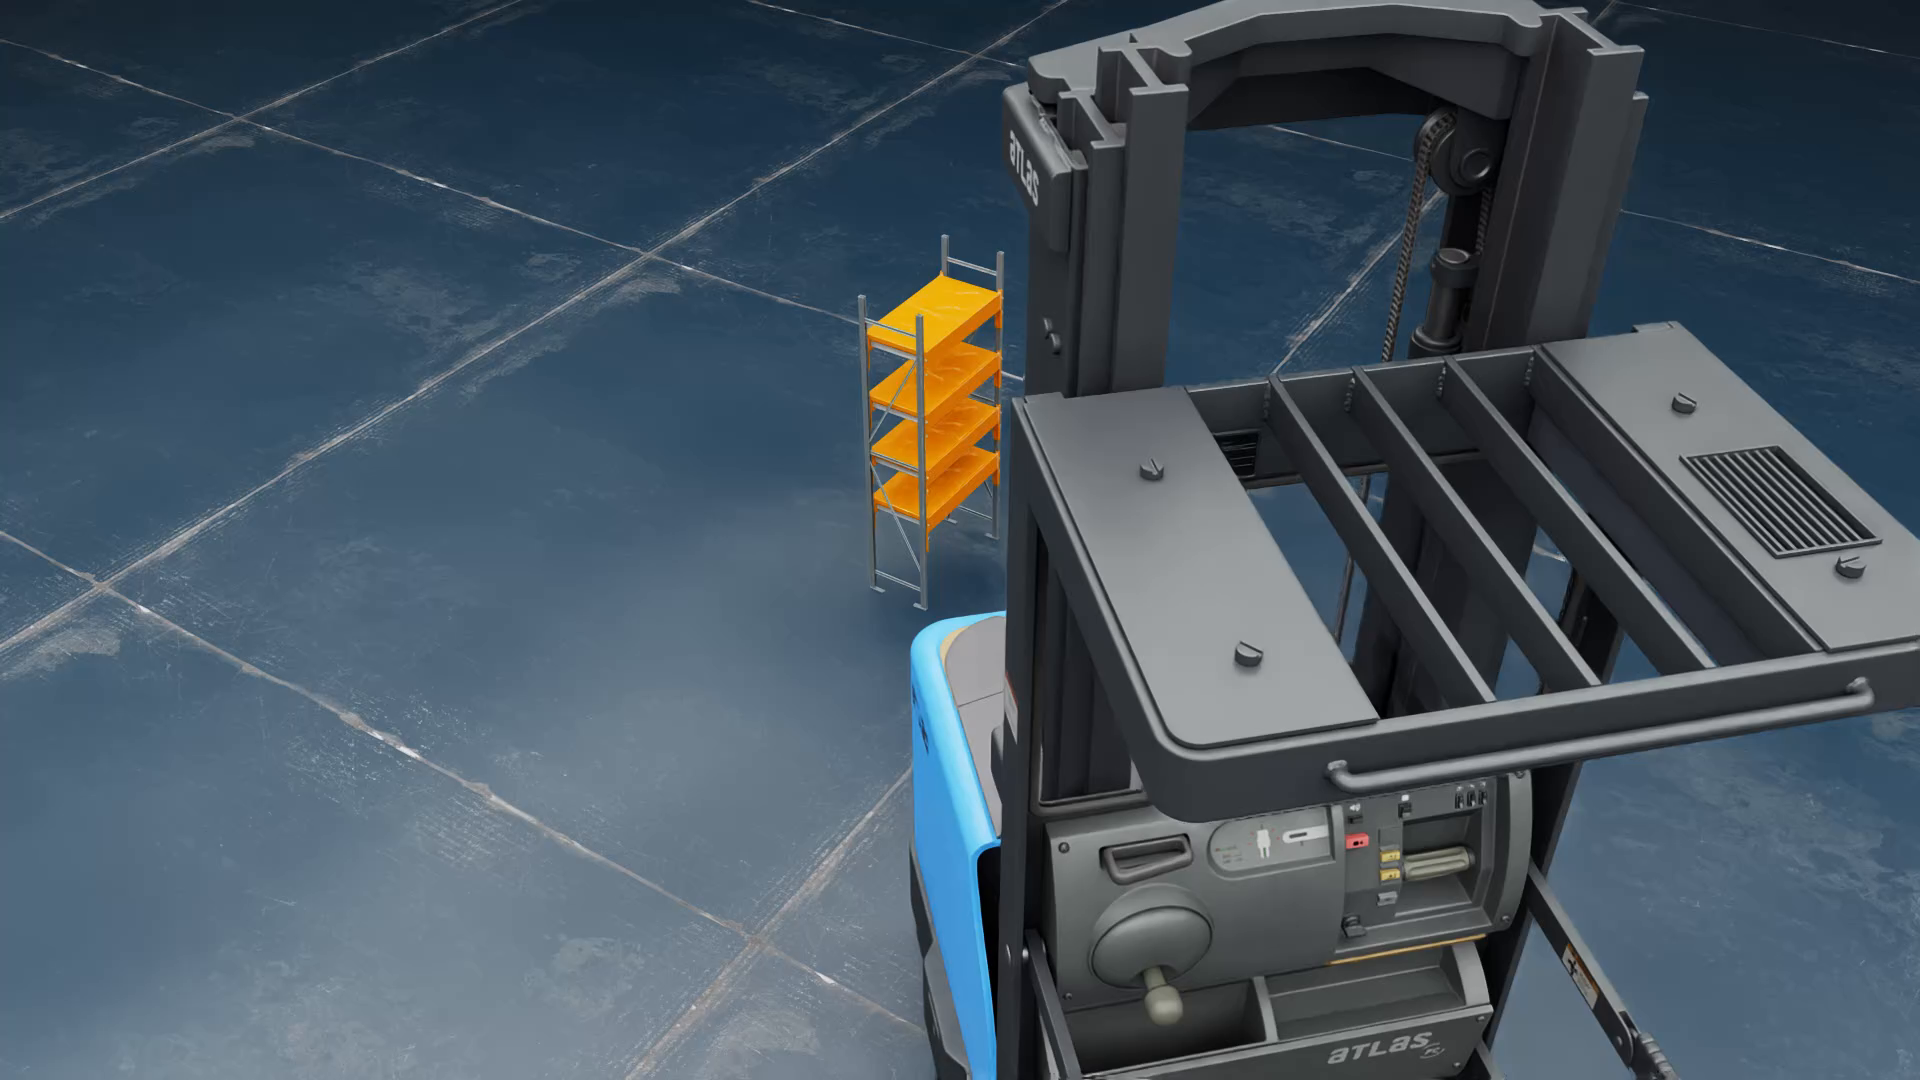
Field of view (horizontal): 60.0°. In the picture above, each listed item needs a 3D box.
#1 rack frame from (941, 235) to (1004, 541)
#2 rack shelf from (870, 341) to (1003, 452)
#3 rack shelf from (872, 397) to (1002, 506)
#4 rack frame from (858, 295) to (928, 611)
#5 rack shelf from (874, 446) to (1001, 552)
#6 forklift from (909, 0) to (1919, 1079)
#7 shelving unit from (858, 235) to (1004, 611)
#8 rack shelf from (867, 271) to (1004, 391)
[{"bbox_3d":[0.042,-0.516,5.936,0.240,1.200,0.015,21,42,25],"label":"rack frame"},{"bbox_3d":[-0.089,-0.514,5.677,0.258,0.148,0.480,21,42,25],"label":"rack shelf"},{"bbox_3d":[-0.089,-0.337,5.814,0.258,0.148,0.480,21,42,25],"label":"rack shelf"},{"bbox_3d":[-0.219,-0.264,5.610,0.240,1.200,0.015,21,42,25],"label":"rack frame"},{"bbox_3d":[-0.089,-0.179,5.935,0.258,0.148,0.480,21,42,25],"label":"rack shelf"},{"bbox_3d":[0.667,0.717,2.919,1.130,2.935,3.031,-7,38,-9],"label":"forklift"},{"bbox_3d":[-0.089,-0.390,5.773,0.258,1.200,0.503,21,42,25],"label":"shelving unit"},{"bbox_3d":[-0.089,-0.701,5.533,0.258,0.148,0.480,21,42,25],"label":"rack shelf"}]
